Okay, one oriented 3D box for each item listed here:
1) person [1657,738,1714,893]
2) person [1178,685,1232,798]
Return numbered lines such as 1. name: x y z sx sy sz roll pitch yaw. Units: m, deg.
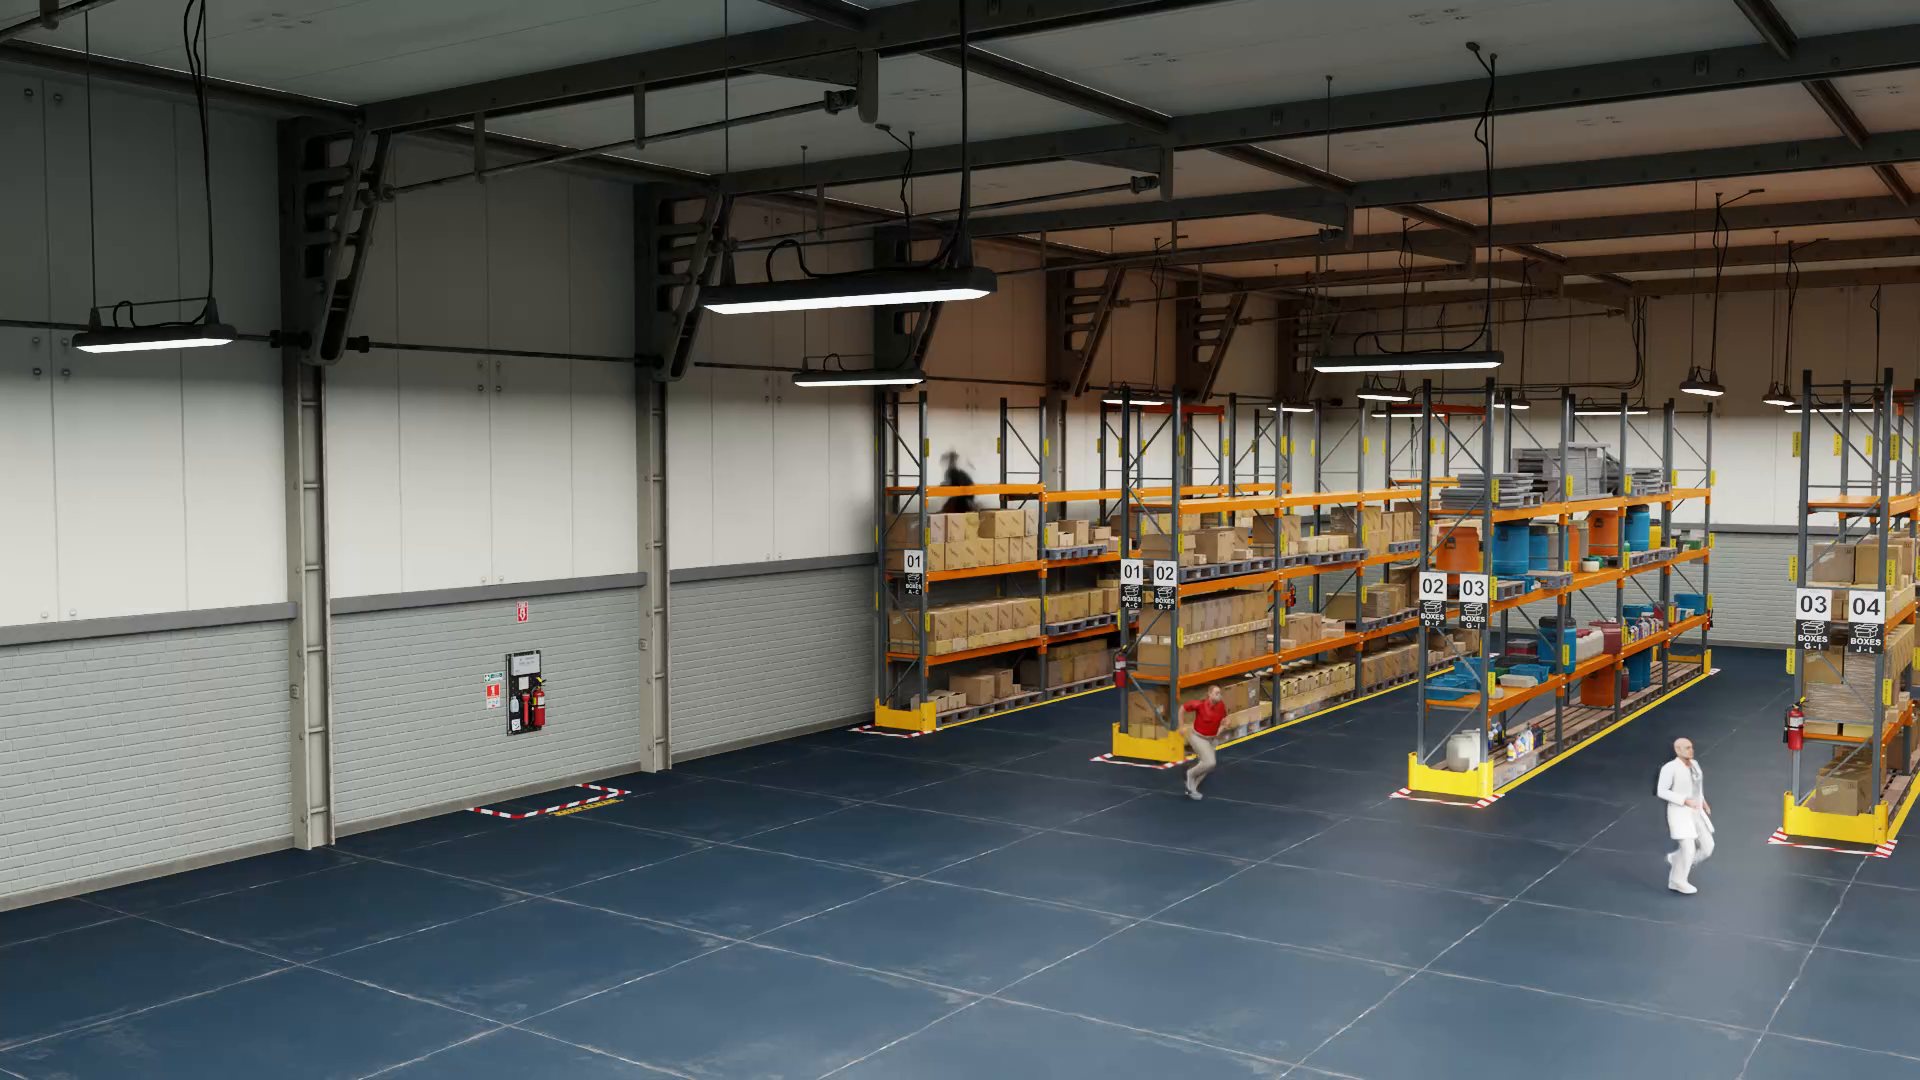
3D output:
1. person: 8.173 3.093 18.662 0.701 1.728 0.639 -1 3 -23
2. person: 3.501 2.862 23.569 0.647 1.641 0.788 -3 4 -40
